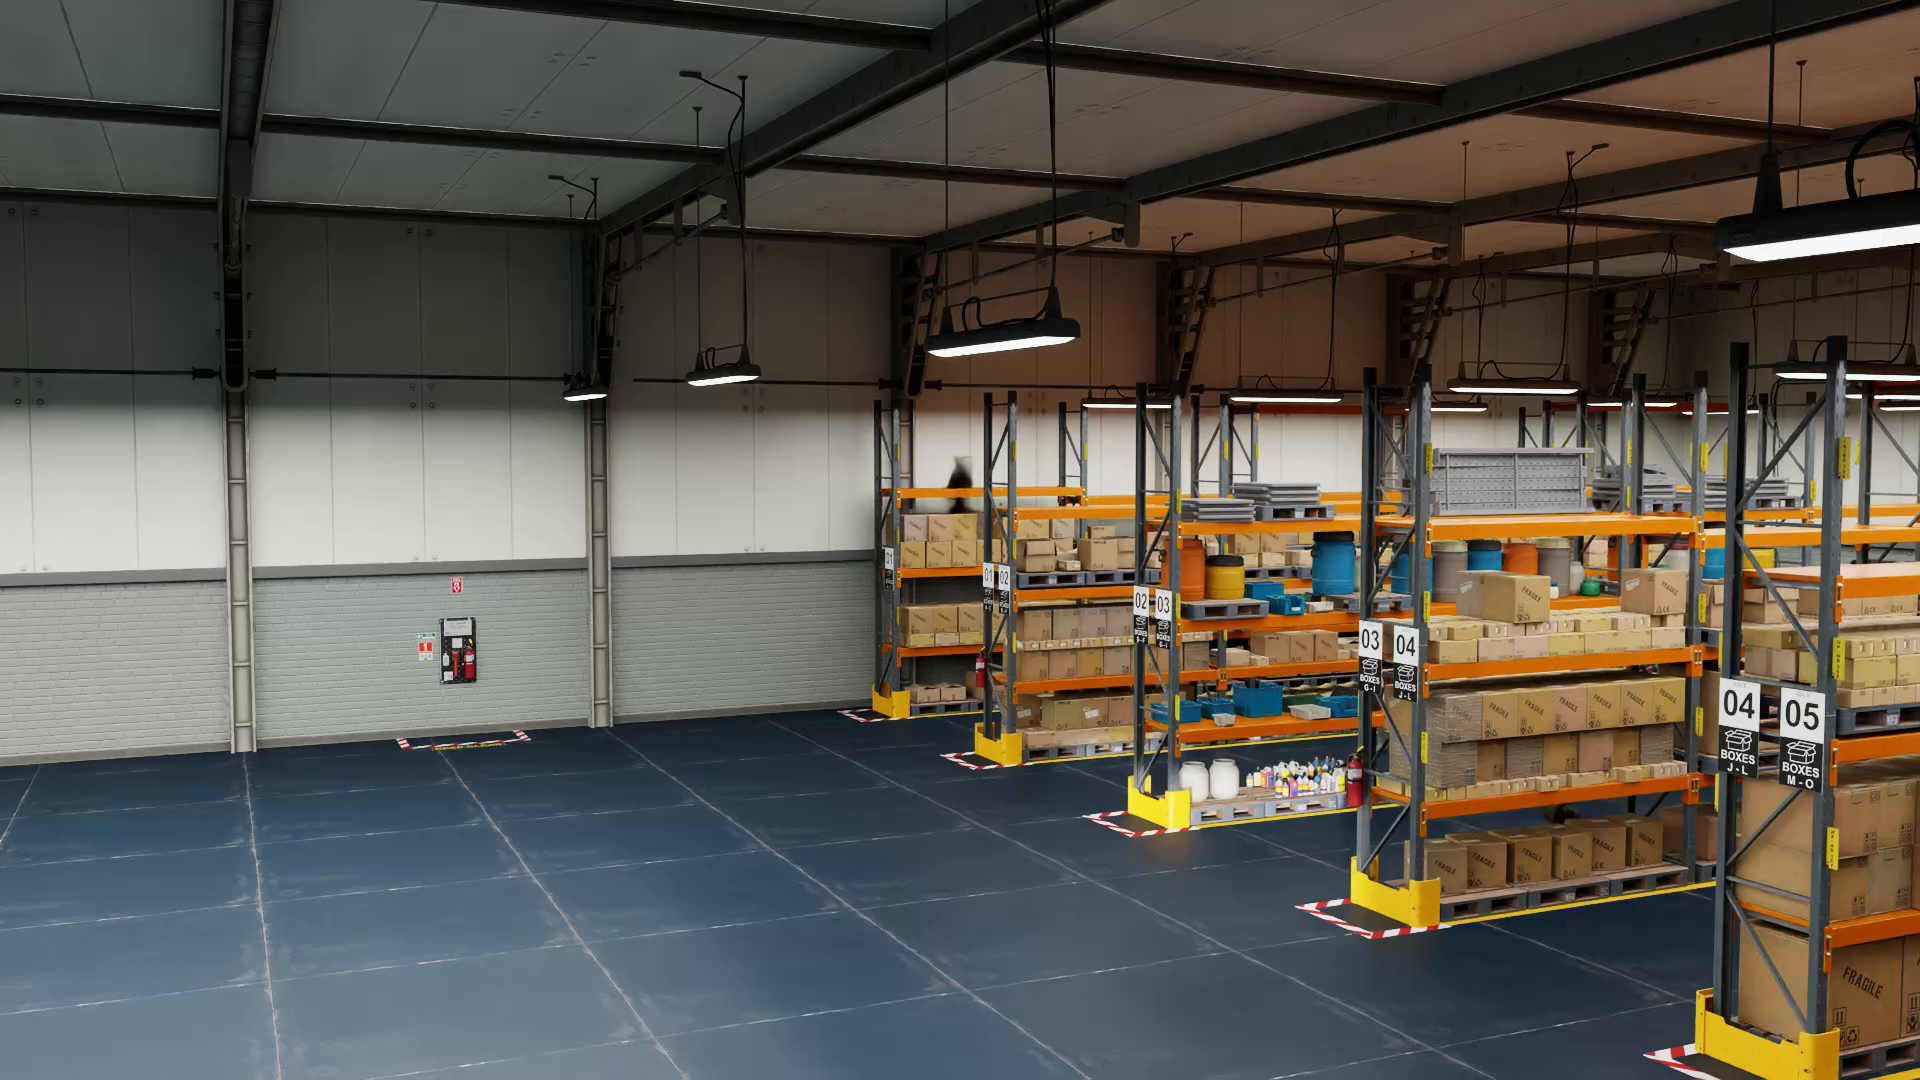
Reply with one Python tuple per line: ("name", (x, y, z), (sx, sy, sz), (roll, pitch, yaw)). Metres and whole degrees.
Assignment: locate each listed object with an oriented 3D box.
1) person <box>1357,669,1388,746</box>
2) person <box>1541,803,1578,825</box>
("person", (6.828, 2.605, 27.679), (0.703, 1.673, 0.647), (-3, 4, -41))
("person", (7.696, 3.084, 21.163), (0.721, 1.734, 0.726), (-2, 4, -36))
